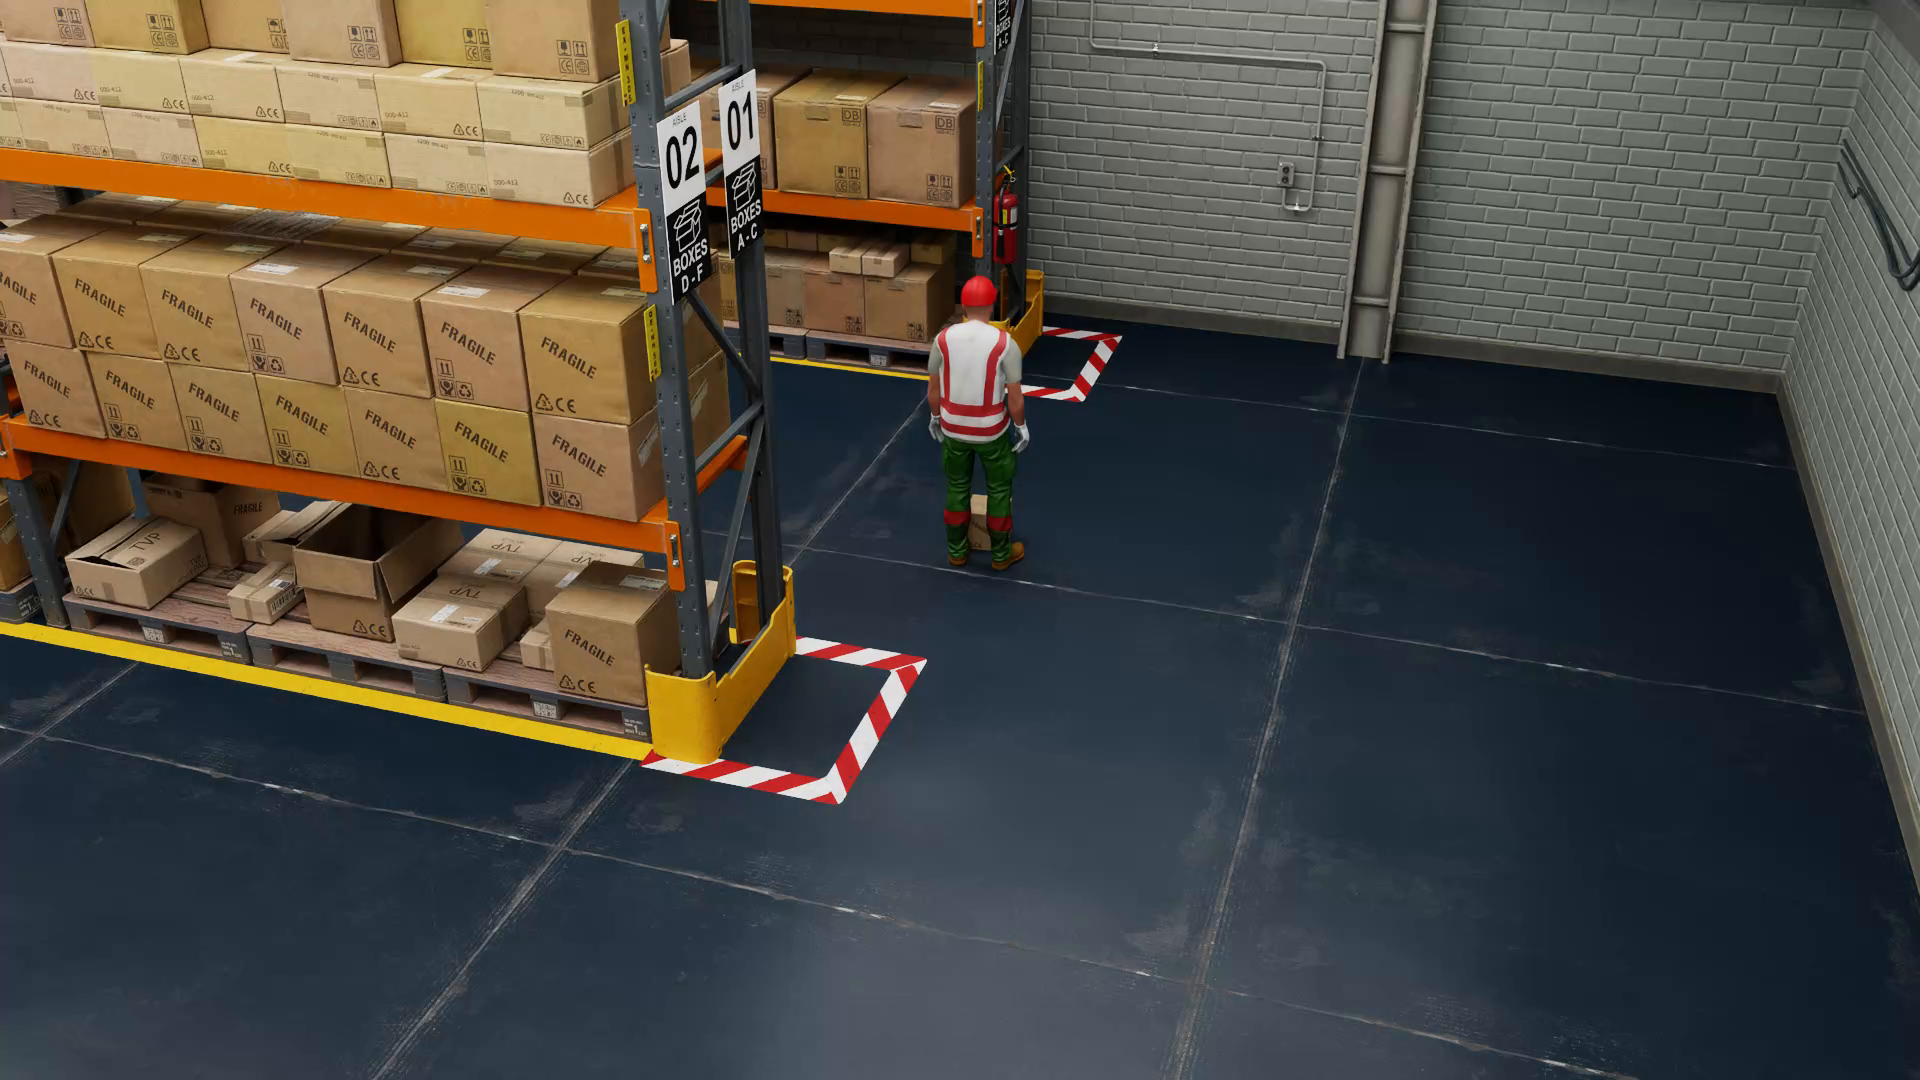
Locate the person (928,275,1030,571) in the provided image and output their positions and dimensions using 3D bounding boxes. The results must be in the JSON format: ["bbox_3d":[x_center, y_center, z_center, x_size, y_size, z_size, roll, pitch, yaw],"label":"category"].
[{"bbox_3d":[0.107,-0.668,9.701,0.607,1.780,0.449,9,30,15],"label":"person"}]
